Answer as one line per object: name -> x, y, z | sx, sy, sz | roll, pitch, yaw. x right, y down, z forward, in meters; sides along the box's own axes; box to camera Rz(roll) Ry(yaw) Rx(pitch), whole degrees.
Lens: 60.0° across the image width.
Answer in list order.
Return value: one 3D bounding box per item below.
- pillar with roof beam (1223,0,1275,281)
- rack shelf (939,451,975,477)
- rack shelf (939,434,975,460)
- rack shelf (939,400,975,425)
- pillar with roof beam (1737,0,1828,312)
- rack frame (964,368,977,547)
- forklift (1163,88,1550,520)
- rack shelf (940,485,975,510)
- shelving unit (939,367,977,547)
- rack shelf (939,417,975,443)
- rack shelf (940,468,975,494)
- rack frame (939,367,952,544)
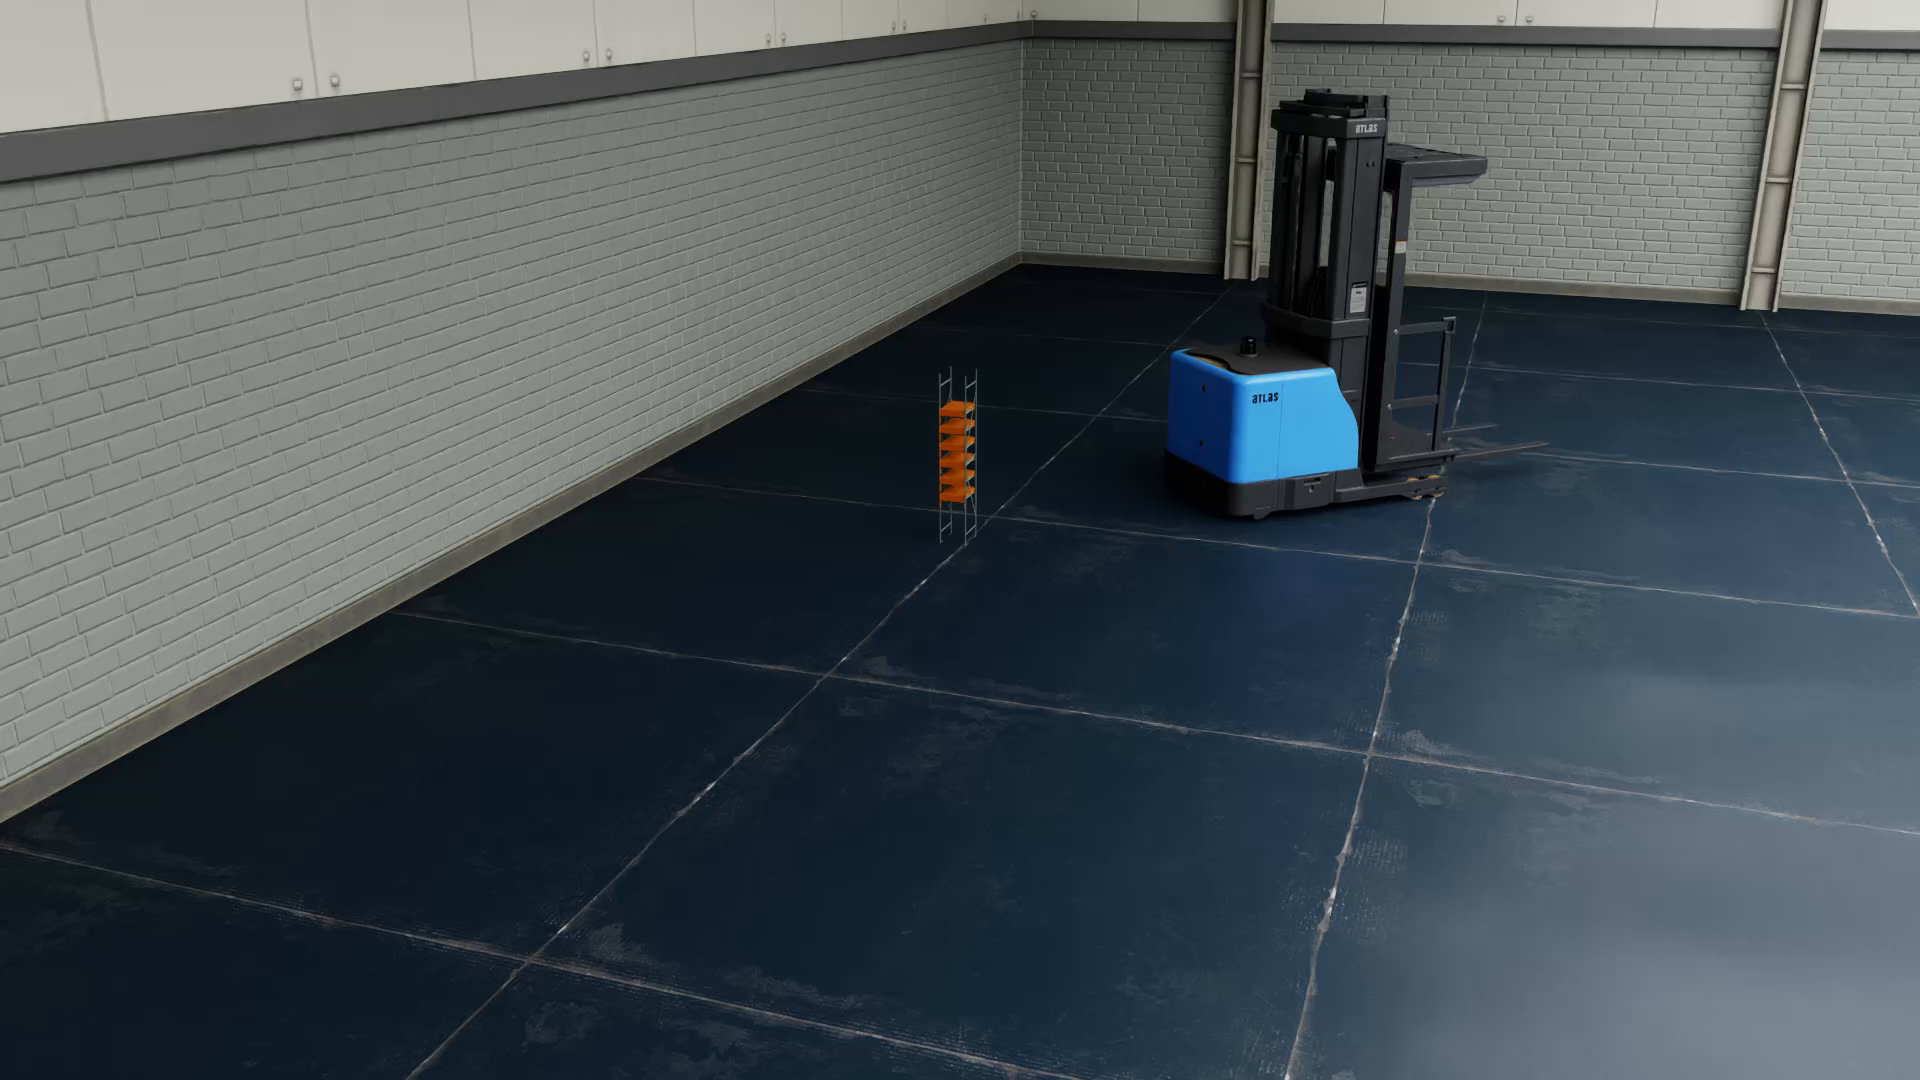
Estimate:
pillar with roof beam -> 2.162, -6.244, 15.819 | 0.400, 9.000, 9.100 | 7, 20, 18
rack shelf -> -0.014, -0.526, 11.398 | 0.180, 0.103, 0.258 | 7, 20, 18
rack shelf -> -0.014, -0.639, 11.358 | 0.180, 0.103, 0.258 | 7, 20, 18
rack shelf -> -0.014, -0.866, 11.279 | 0.180, 0.103, 0.258 | 7, 20, 18
pillar with roof beam -> 7.830, -5.596, 13.959 | 0.400, 9.000, 9.100 | 7, 20, 18
rack frame -> 0.073, -0.558, 11.355 | 0.006, 1.200, 0.240 | 7, 20, 18
forklift -> 3.114, -1.831, 12.377 | 3.031, 2.935, 1.130 | -8, 21, -22
rack shelf -> -0.014, -0.300, 11.477 | 0.180, 0.103, 0.258 | 7, 20, 18
shelving unit -> -0.014, -0.568, 11.383 | 0.189, 1.200, 0.258 | 7, 20, 18
rack shelf -> -0.014, -0.753, 11.319 | 0.180, 0.103, 0.258 | 7, 20, 18
rack shelf -> -0.014, -0.413, 11.437 | 0.180, 0.103, 0.258 | 7, 20, 18
rack frame -> -0.100, -0.578, 11.412 | 0.006, 1.200, 0.240 | 7, 20, 18
